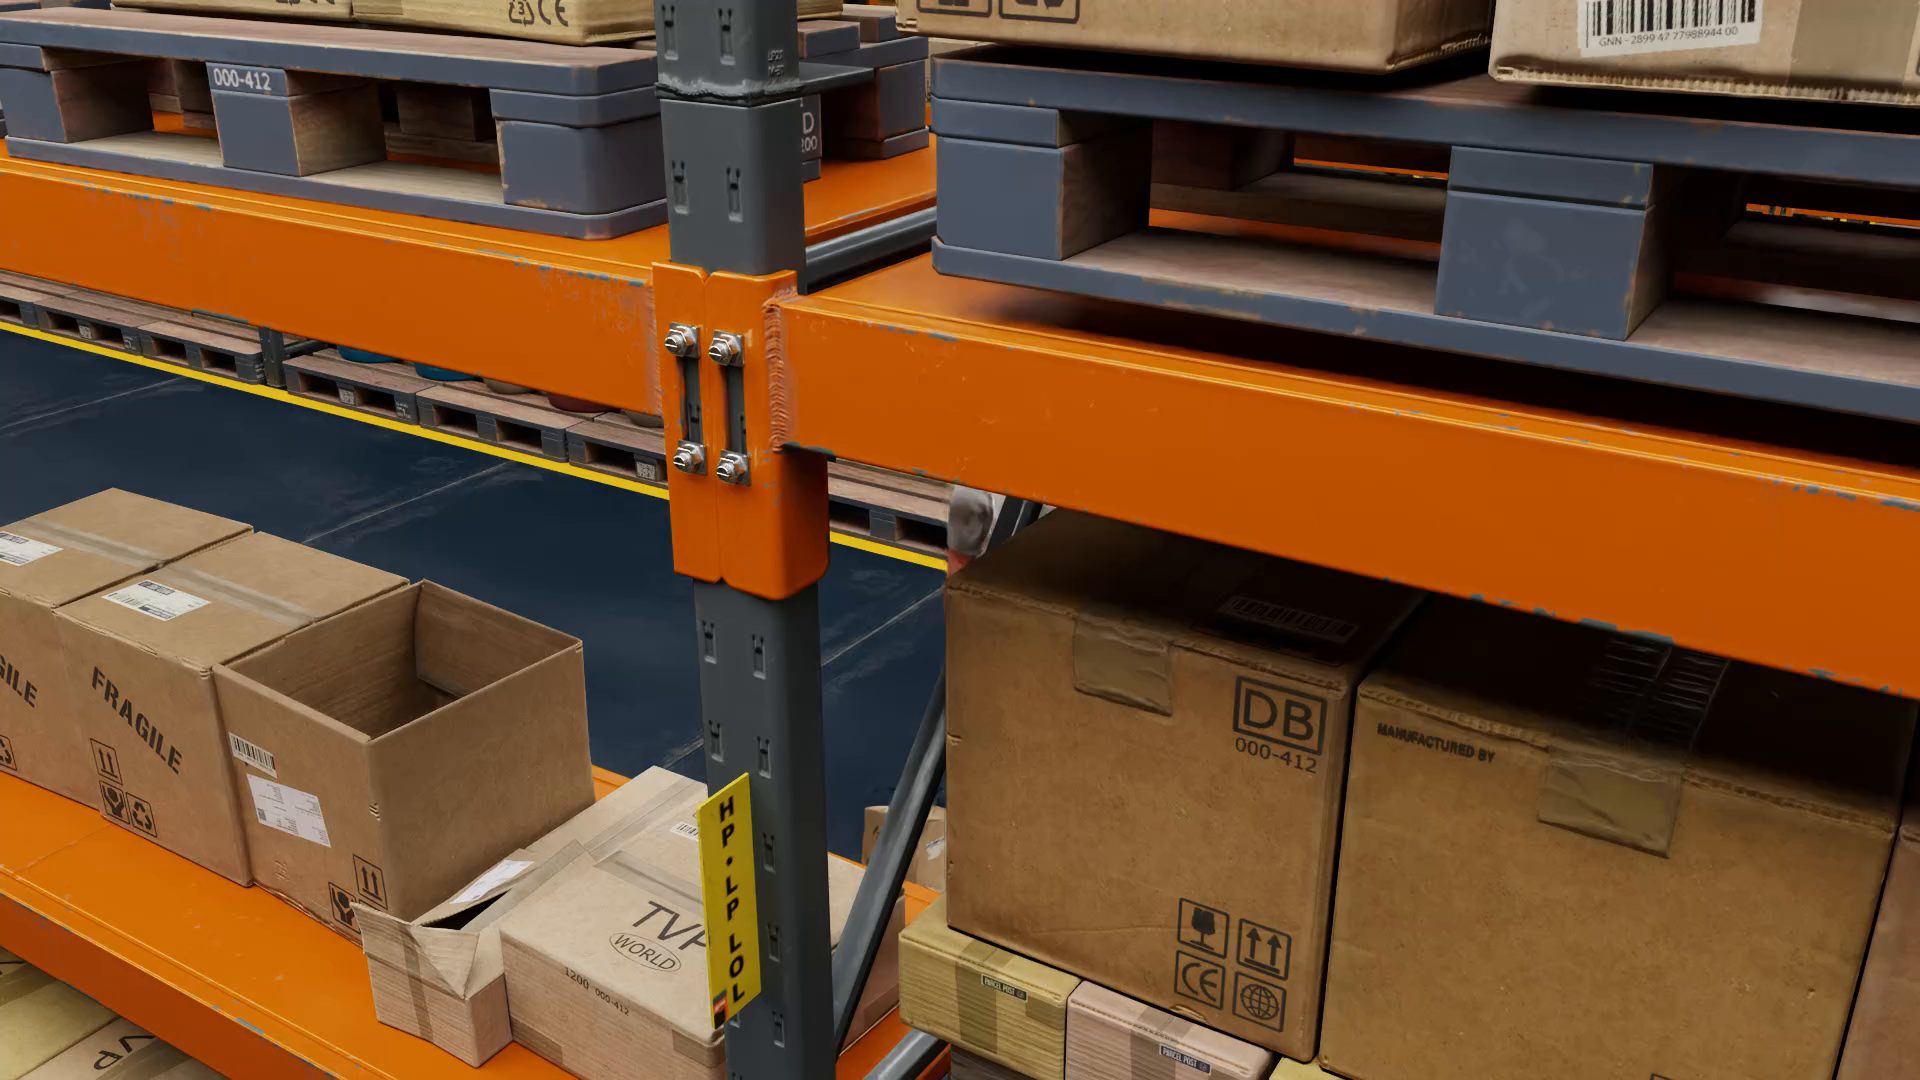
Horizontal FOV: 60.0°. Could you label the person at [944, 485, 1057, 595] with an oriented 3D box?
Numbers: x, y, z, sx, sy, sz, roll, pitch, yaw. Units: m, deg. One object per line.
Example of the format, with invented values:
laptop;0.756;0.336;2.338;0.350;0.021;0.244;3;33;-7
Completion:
person;0.167;0.326;5.250;0.665;1.788;0.423;-5;23;-11
